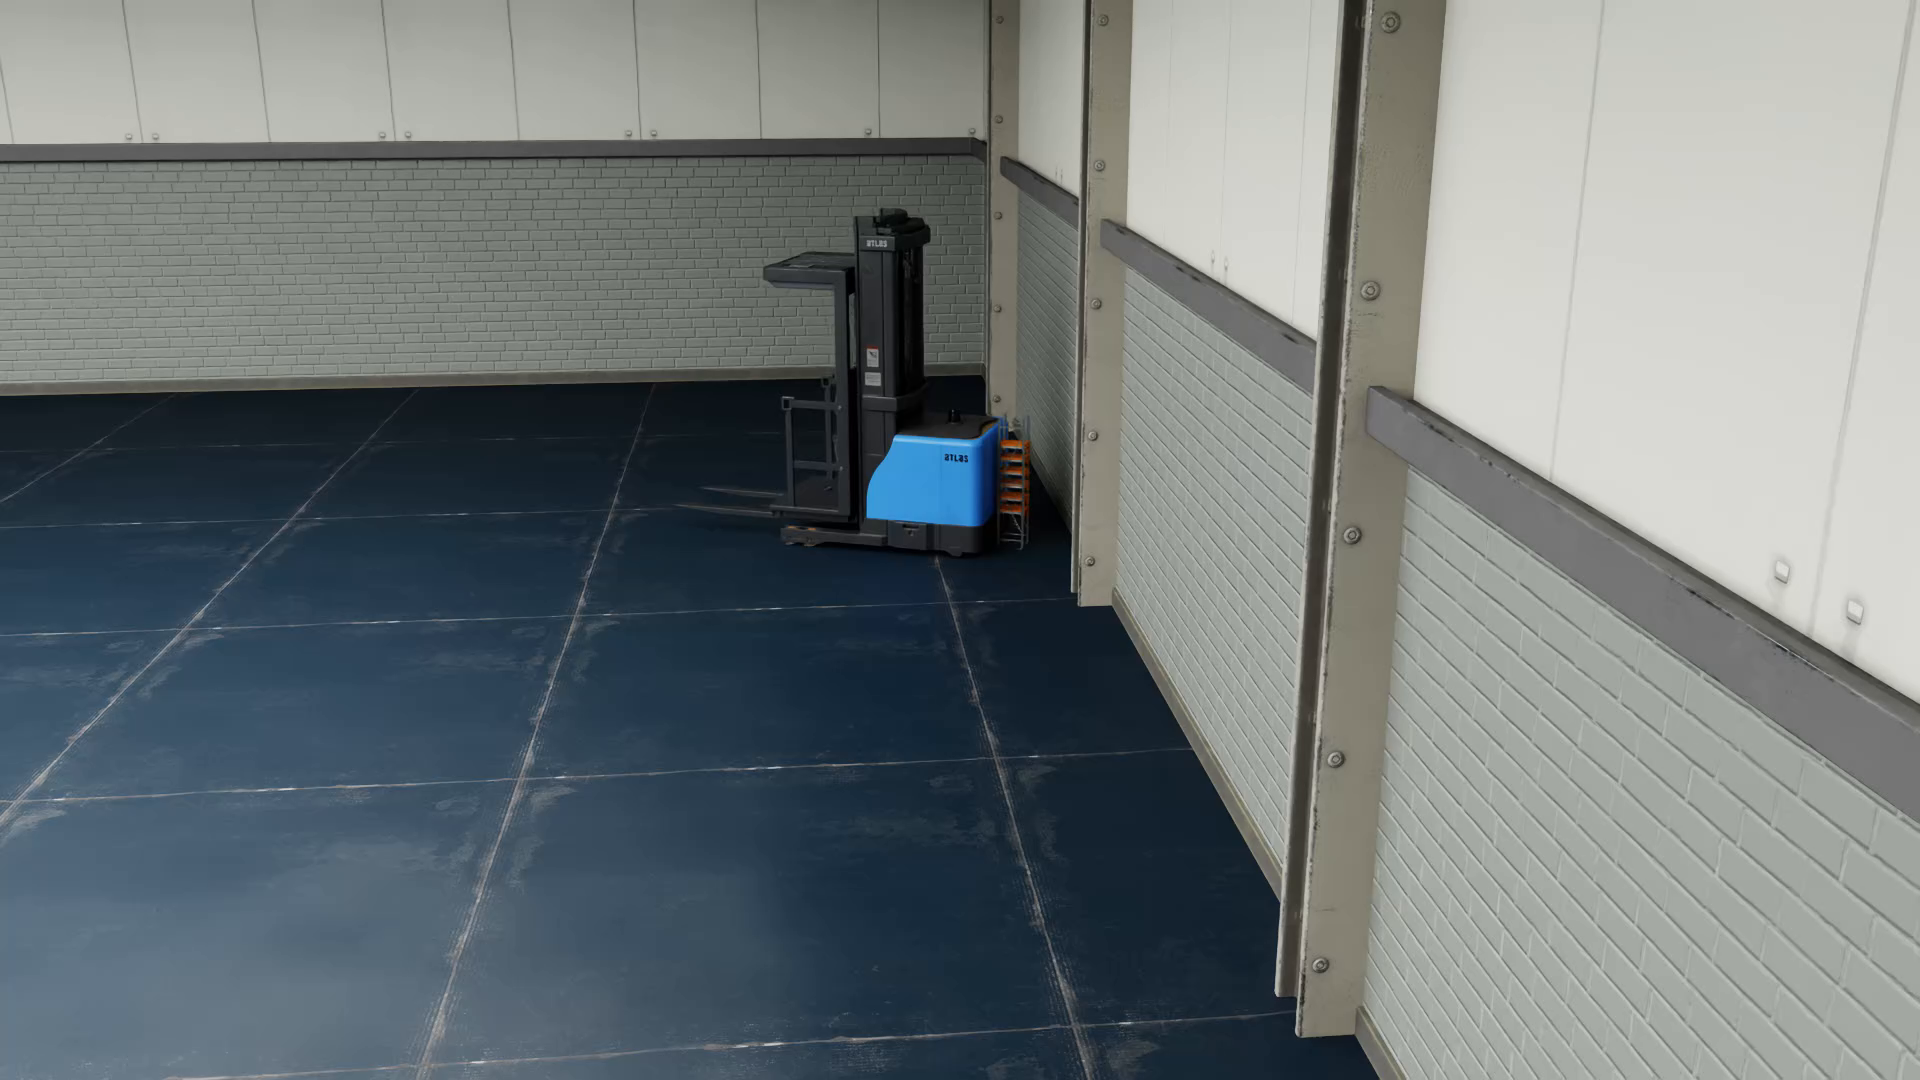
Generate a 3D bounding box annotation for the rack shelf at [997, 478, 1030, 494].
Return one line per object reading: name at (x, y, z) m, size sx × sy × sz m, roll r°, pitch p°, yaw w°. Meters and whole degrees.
rack shelf at (0.477, -0.477, 14.841) m, size 0.258 × 0.103 × 0.180 m, roll 5°, pitch 18°, yaw 15°

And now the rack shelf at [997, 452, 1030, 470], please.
rack shelf at (0.477, -0.706, 14.769) m, size 0.258 × 0.103 × 0.180 m, roll 5°, pitch 18°, yaw 15°

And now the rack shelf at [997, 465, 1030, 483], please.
rack shelf at (0.477, -0.591, 14.805) m, size 0.258 × 0.103 × 0.180 m, roll 5°, pitch 18°, yaw 15°

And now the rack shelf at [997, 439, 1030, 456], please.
rack shelf at (0.477, -0.820, 14.733) m, size 0.258 × 0.103 × 0.180 m, roll 5°, pitch 18°, yaw 15°

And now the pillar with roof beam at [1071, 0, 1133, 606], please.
pillar with roof beam at (-3.187, -3.687, 11.896) m, size 9.100 × 9.000 × 0.400 m, roll -2°, pitch 18°, yaw -6°

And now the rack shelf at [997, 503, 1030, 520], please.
rack shelf at (0.477, -0.248, 14.913) m, size 0.258 × 0.103 × 0.180 m, roll 5°, pitch 18°, yaw 15°

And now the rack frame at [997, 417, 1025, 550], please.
rack frame at (0.452, -0.493, 14.744) m, size 0.240 × 1.200 × 0.006 m, roll 5°, pitch 18°, yaw 15°

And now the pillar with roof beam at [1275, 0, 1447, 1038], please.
pillar with roof beam at (-2.569, -1.899, 6.202) m, size 9.100 × 9.000 × 0.400 m, roll -2°, pitch 18°, yaw -6°

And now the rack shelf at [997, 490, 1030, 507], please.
rack shelf at (0.477, -0.362, 14.877) m, size 0.258 × 0.103 × 0.180 m, roll 5°, pitch 18°, yaw 15°

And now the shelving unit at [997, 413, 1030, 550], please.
shelving unit at (0.477, -0.519, 14.827) m, size 0.258 × 1.200 × 0.189 m, roll 5°, pitch 18°, yaw 15°

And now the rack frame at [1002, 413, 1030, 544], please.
rack frame at (0.502, -0.546, 14.911) m, size 0.240 × 1.200 × 0.006 m, roll 5°, pitch 18°, yaw 15°

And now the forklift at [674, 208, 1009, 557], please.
forklift at (-1.121, -1.483, 15.007) m, size 3.031 × 2.935 × 1.130 m, roll 5°, pitch 18°, yaw 15°

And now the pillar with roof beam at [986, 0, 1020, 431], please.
pillar with roof beam at (-3.806, -5.474, 17.590) m, size 9.100 × 9.000 × 0.400 m, roll -2°, pitch 18°, yaw -6°
